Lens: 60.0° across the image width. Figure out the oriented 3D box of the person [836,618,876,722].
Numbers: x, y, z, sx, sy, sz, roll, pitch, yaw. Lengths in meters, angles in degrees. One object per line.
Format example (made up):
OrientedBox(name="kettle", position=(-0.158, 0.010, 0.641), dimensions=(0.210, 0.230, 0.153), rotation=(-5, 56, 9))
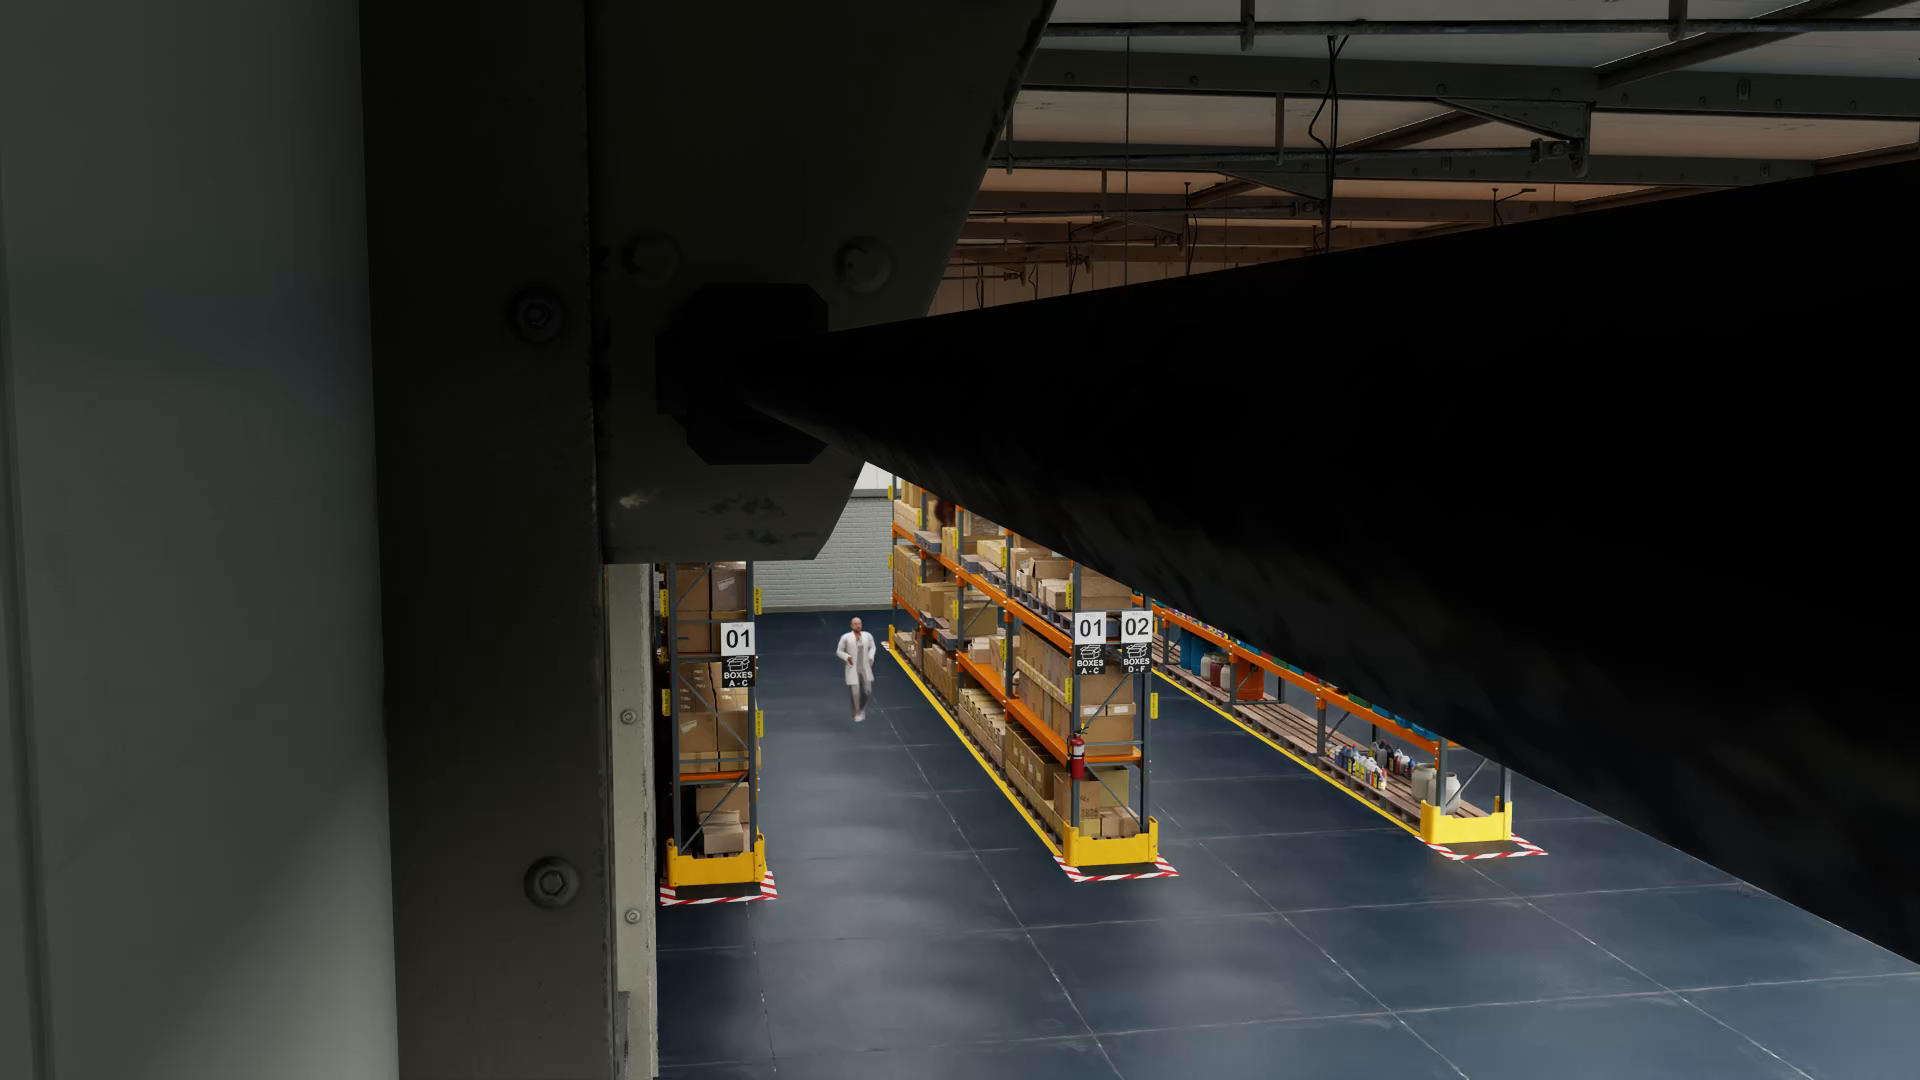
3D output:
OrientedBox(name="person", position=(-1.691, 2.286, 27.772), dimensions=(0.703, 1.561, 0.616), rotation=(-2, 7, -18))
